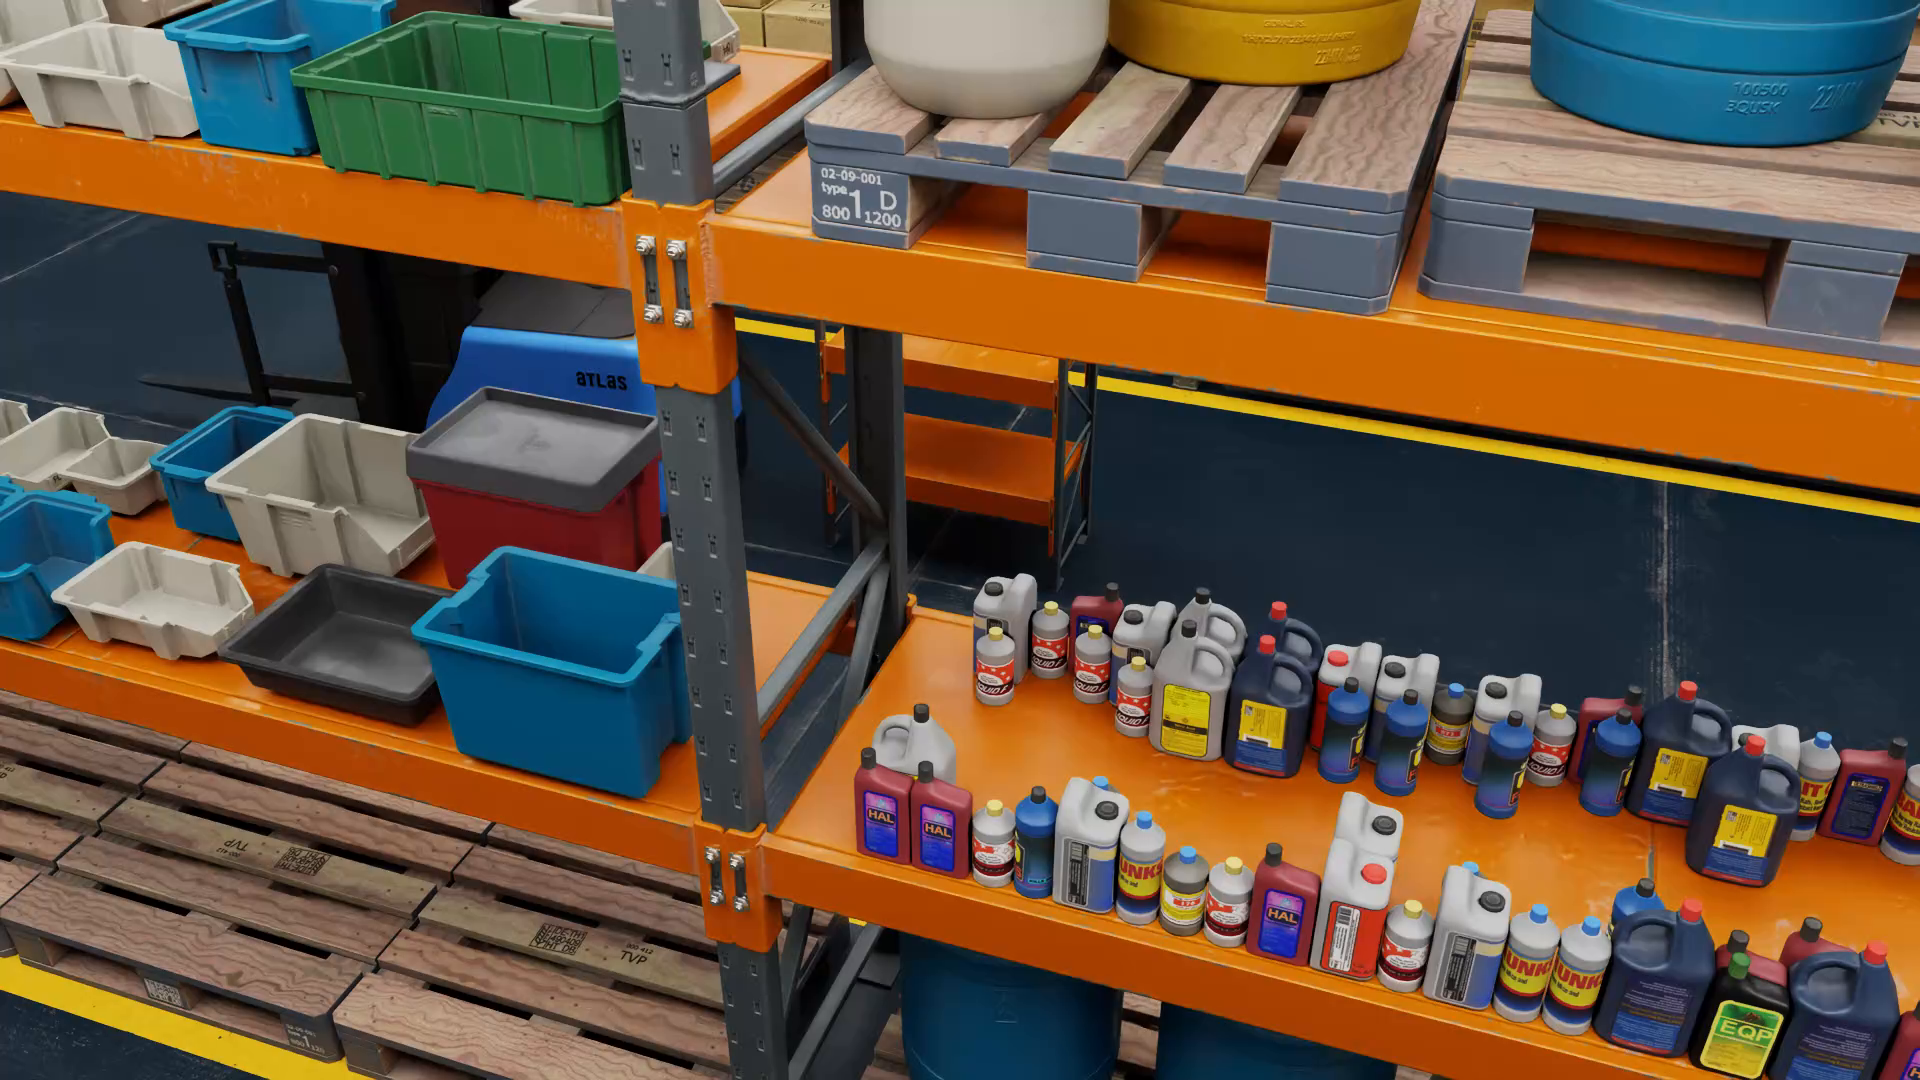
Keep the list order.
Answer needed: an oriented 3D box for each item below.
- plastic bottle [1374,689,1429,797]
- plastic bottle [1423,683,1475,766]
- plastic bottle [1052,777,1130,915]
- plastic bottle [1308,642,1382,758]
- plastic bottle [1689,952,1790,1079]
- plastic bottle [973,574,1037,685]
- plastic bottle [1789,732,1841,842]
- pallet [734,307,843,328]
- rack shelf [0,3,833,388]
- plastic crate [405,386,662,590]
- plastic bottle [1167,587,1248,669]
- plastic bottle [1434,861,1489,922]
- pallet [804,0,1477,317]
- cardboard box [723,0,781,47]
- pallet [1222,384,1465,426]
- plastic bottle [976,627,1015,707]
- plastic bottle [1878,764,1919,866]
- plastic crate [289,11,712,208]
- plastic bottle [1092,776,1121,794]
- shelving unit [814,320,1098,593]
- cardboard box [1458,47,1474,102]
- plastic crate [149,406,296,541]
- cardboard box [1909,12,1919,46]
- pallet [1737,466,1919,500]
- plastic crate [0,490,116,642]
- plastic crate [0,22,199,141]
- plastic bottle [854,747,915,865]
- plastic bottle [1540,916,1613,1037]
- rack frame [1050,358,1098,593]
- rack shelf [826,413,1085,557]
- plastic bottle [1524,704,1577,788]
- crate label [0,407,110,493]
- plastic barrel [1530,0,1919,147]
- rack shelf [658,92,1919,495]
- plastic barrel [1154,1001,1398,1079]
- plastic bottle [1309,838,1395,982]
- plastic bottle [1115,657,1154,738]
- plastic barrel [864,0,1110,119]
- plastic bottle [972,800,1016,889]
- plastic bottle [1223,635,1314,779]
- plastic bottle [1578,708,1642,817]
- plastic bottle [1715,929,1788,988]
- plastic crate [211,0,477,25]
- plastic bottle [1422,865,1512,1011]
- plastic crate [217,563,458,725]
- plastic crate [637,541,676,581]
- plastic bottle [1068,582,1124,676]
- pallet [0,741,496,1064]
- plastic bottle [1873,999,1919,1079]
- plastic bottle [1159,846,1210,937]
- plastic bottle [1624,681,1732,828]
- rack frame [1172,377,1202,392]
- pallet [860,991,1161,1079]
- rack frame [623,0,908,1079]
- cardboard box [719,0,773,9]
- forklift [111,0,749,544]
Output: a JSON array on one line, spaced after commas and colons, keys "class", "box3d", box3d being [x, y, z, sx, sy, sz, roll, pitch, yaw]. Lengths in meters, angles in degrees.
[{"class": "plastic bottle", "box3d": [1.034, 0.465, 3.884, 0.097, 0.271, 0.097, 0, 33, 0]}, {"class": "plastic bottle", "box3d": [1.177, 0.434, 3.995, 0.097, 0.201, 0.097, 0, 33, 0]}, {"class": "plastic bottle", "box3d": [0.285, 0.651, 3.591, 0.135, 0.276, 0.152, 11, 34, 16]}, {"class": "plastic bottle", "box3d": [0.932, 0.371, 4.024, 0.135, 0.276, 0.152, 11, 34, 16]}, {"class": "plastic bottle", "box3d": [1.499, 0.910, 3.183, 0.133, 0.283, 0.061, 11, 34, 16]}, {"class": "plastic bottle", "box3d": [0.114, 0.212, 4.271, 0.135, 0.276, 0.152, 11, 34, 16]}, {"class": "plastic bottle", "box3d": [1.914, 0.548, 3.755, 0.097, 0.271, 0.097, 0, 33, 0]}, {"class": "pallet", "box3d": [-0.537, -1.506, 9.389, 1.213, 0.211, 1.003, 11, 34, 16]}, {"class": "rack shelf", "box3d": [-2.249, -1.071, 4.042, 4.000, 0.370, 1.077, 11, 34, 16]}, {"class": "plastic crate", "box3d": [-1.122, -0.091, 4.511, 0.583, 0.464, 0.402, 11, 34, 16]}, {"class": "plastic bottle", "box3d": [0.609, 0.274, 4.105, 0.185, 0.351, 0.144, 11, 34, 16]}, {"class": "plastic bottle", "box3d": [1.055, 0.760, 3.490, 0.097, 0.201, 0.097, 0, 33, 0]}, {"class": "pallet", "box3d": [0.404, -0.835, 3.186, 1.003, 0.211, 1.213, 11, 34, 16]}, {"class": "cardboard box", "box3d": [-1.137, -2.659, 8.467, 0.500, 0.250, 0.500, 10, 34, 15]}, {"class": "pallet", "box3d": [2.056, -1.002, 8.608, 1.213, 0.211, 1.003, 11, 34, 16]}, {"class": "plastic bottle", "box3d": [0.089, 0.310, 4.187, 0.097, 0.201, 0.097, 0, 33, 0]}, {"class": "plastic bottle", "box3d": [2.131, 0.590, 3.689, 0.097, 0.271, 0.097, 0, 33, 0]}, {"class": "plastic crate", "box3d": [-0.867, -0.842, 3.218, 0.662, 0.188, 0.450, 11, 34, 16]}, {"class": "plastic bottle", "box3d": [0.310, 0.615, 3.715, 0.097, 0.201, 0.097, 0, 33, 0]}, {"class": "shelving unit", "box3d": [-0.006, -0.474, 6.947, 1.048, 1.125, 0.538, 11, 34, 16]}, {"class": "cardboard box", "box3d": [2.127, -2.015, 7.513, 0.500, 0.500, 0.500, 11, 34, 17]}, {"class": "plastic crate", "box3d": [-2.112, -0.189, 4.877, 0.300, 0.233, 0.416, 11, 34, 16]}, {"class": "cardboard box", "box3d": [3.775, -2.271, 6.984, 0.637, 0.503, 0.797, 12, 35, 18]}, {"class": "pallet", "box3d": [4.353, -0.556, 7.916, 1.213, 0.211, 1.003, 11, 34, 16]}, {"class": "plastic crate", "box3d": [-2.489, 0.075, 4.468, 0.300, 0.233, 0.416, 11, 34, 16]}, {"class": "plastic crate", "box3d": [-1.692, -0.935, 3.411, 0.466, 0.136, 0.293, 11, 34, 16]}, {"class": "plastic bottle", "box3d": [-0.165, 0.587, 3.684, 0.133, 0.283, 0.061, 11, 34, 16]}, {"class": "plastic bottle", "box3d": [1.222, 0.851, 3.285, 0.097, 0.271, 0.097, 0, 33, 0]}, {"class": "rack frame", "box3d": [0.472, -0.381, 6.803, 0.032, 1.125, 0.500, 11, 34, 16]}, {"class": "rack shelf", "box3d": [-0.006, -0.268, 7.079, 1.000, 0.278, 0.538, 11, 34, 16]}, {"class": "plastic bottle", "box3d": [1.396, 0.477, 3.930, 0.097, 0.201, 0.097, 0, 33, 0]}, {"class": "crate label", "box3d": [-2.765, -0.238, 5.041, 0.243, 0.136, 0.396, 11, 34, 16]}, {"class": "plastic barrel", "box3d": [1.292, -1.160, 2.667, 0.708, 0.901, 0.600, 11, 34, 16]}, {"class": "rack shelf", "box3d": [1.516, -0.339, 2.908, 4.000, 0.370, 1.077, 11, 34, 16]}, {"class": "plastic barrel", "box3d": [0.806, 1.196, 4.180, 0.708, 0.901, 0.600, 11, 34, 16]}, {"class": "plastic bottle", "box3d": [0.812, 0.753, 3.432, 0.135, 0.276, 0.152, 11, 34, 16]}, {"class": "plastic bottle", "box3d": [0.433, 0.377, 4.084, 0.097, 0.201, 0.097, 0, 33, 0]}, {"class": "plastic barrel", "box3d": [0.044, -1.017, 2.781, 0.433, 0.535, 0.433, 0, 33, 0]}, {"class": "plastic bottle", "box3d": [0.075, 0.657, 3.650, 0.097, 0.201, 0.097, 0, 33, 0]}, {"class": "plastic bottle", "box3d": [0.735, 0.382, 3.939, 0.185, 0.351, 0.144, 11, 34, 16]}, {"class": "plastic bottle", "box3d": [1.501, 0.503, 3.825, 0.097, 0.271, 0.097, 0, 33, 0]}, {"class": "plastic bottle", "box3d": [1.519, 0.879, 3.231, 0.133, 0.283, 0.061, 11, 34, 16]}, {"class": "plastic crate", "box3d": [-1.443, -1.320, 3.884, 0.590, 0.269, 0.497, 11, 34, 16]}, {"class": "plastic bottle", "box3d": [1.031, 0.796, 3.366, 0.135, 0.276, 0.152, 11, 34, 16]}, {"class": "plastic crate", "box3d": [-1.511, 0.275, 4.256, 0.590, 0.125, 0.437, 11, 34, 16]}, {"class": "plastic crate", "box3d": [-0.756, 0.180, 4.393, 0.243, 0.136, 0.396, 11, 34, 16]}, {"class": "plastic bottle", "box3d": [0.347, 0.228, 4.239, 0.133, 0.283, 0.061, 11, 34, 16]}, {"class": "pallet", "box3d": [-2.224, 1.087, 5.372, 1.213, 0.211, 1.003, 11, 34, 16]}, {"class": "plastic bottle", "box3d": [1.798, 0.968, 3.092, 0.133, 0.283, 0.061, 11, 34, 16]}, {"class": "plastic bottle", "box3d": [0.477, 0.735, 3.529, 0.097, 0.201, 0.097, 0, 33, 0]}, {"class": "plastic bottle", "box3d": [1.646, 0.476, 3.793, 0.185, 0.351, 0.144, 11, 34, 16]}, {"class": "rack frame", "box3d": [1.304, -2.276, 8.010, 0.127, 3.000, 1.000, 11, 34, 16]}, {"class": "pallet", "box3d": [0.346, 1.587, 4.598, 1.213, 0.211, 1.003, 11, 34, 16]}, {"class": "rack frame", "box3d": [-0.366, 0.253, 4.093, 0.127, 3.000, 1.000, 11, 34, 16]}, {"class": "cardboard box", "box3d": [-1.140, -2.976, 8.267, 0.500, 0.500, 0.500, 10, 34, 15]}, {"class": "forklift", "box3d": [-2.554, -1.499, 6.870, 3.031, 2.935, 1.130, 7, 33, 10]}]
